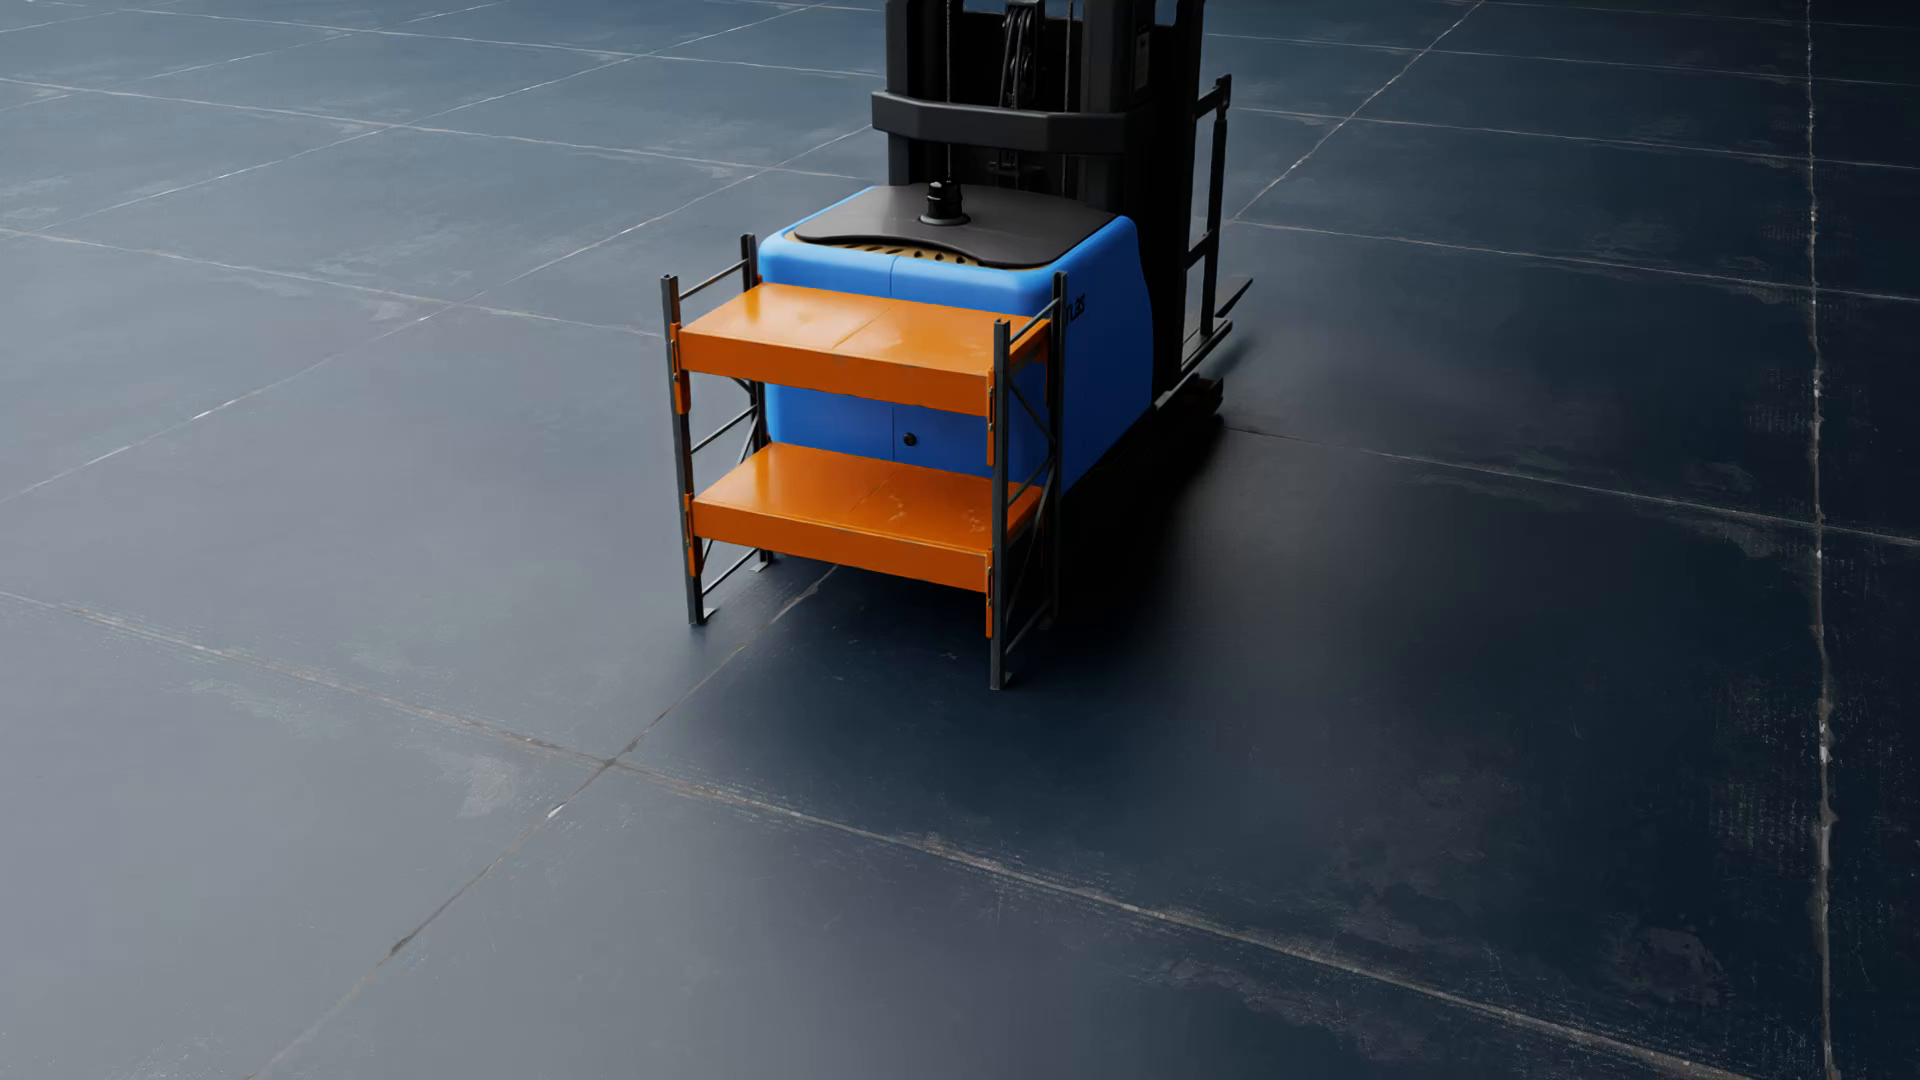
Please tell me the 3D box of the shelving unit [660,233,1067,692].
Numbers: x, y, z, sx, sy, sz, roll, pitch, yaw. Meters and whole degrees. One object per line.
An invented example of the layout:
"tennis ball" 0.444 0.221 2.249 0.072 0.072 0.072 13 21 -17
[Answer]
"shelving unit" -0.271 -0.251 4.987 1.048 1.125 0.538 10 28 20

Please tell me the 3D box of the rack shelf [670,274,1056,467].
"rack shelf" -0.271 -0.514 4.857 1.000 0.278 0.538 10 28 20

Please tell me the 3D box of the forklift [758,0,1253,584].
"forklift" 0.419 -1.799 6.086 1.130 2.935 3.031 12 28 22

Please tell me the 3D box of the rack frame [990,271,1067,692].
"rack frame" 0.198 -0.165 4.810 0.032 1.125 0.500 10 28 20

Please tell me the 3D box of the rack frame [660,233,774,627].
"rack frame" -0.739 -0.338 5.163 0.032 1.125 0.500 10 28 20

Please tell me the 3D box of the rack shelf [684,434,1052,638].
"rack shelf" -0.271 -0.032 5.095 1.000 0.278 0.538 10 28 20
